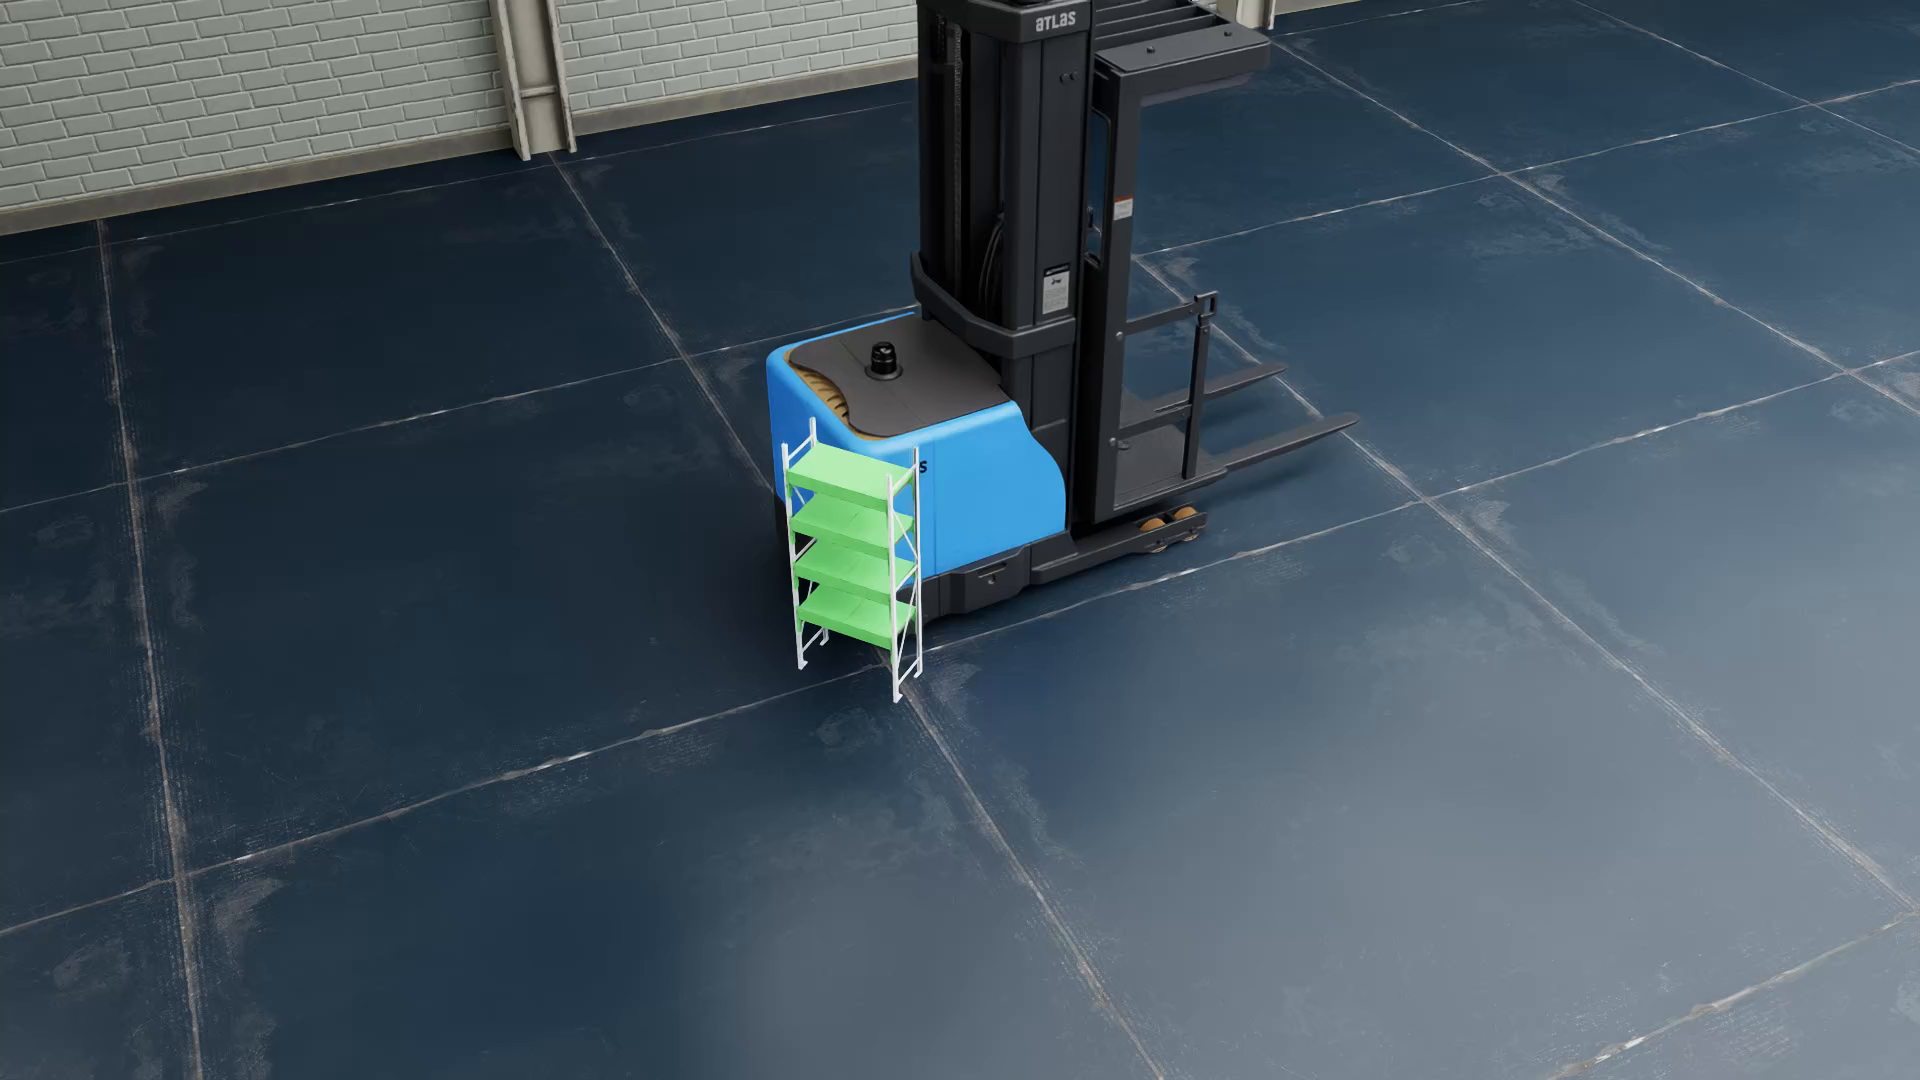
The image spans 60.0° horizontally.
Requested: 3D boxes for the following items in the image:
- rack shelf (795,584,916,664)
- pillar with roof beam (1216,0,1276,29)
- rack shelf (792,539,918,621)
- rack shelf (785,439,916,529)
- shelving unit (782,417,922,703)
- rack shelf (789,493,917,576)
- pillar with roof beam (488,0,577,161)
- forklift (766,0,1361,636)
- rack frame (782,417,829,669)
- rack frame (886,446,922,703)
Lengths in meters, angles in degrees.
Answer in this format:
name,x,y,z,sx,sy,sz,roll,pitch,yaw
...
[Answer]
name,x,y,z,sx,sy,sz,roll,pitch,yaw
rack shelf,-0.447,0.345,7.288,0.480,0.148,0.258,17,40,22
pillar with roof beam,4.243,-5.660,8.327,0.400,9.000,9.100,-16,39,-20
rack shelf,-0.447,0.152,7.145,0.480,0.148,0.258,17,40,22
rack shelf,-0.447,-0.233,6.859,0.480,0.148,0.258,17,40,22
shelving unit,-0.447,0.101,7.107,0.503,1.200,0.258,17,40,22
rack shelf,-0.447,-0.040,7.002,0.480,0.148,0.258,17,40,22
pillar with roof beam,-1.188,-4.141,6.280,0.400,9.000,9.100,-16,39,-20
forklift,0.633,-1.370,7.637,3.031,2.935,1.130,-19,40,-23
rack frame,-0.664,0.034,7.196,0.015,1.200,0.240,17,40,22
rack frame,-0.230,0.167,7.017,0.015,1.200,0.240,17,40,22
